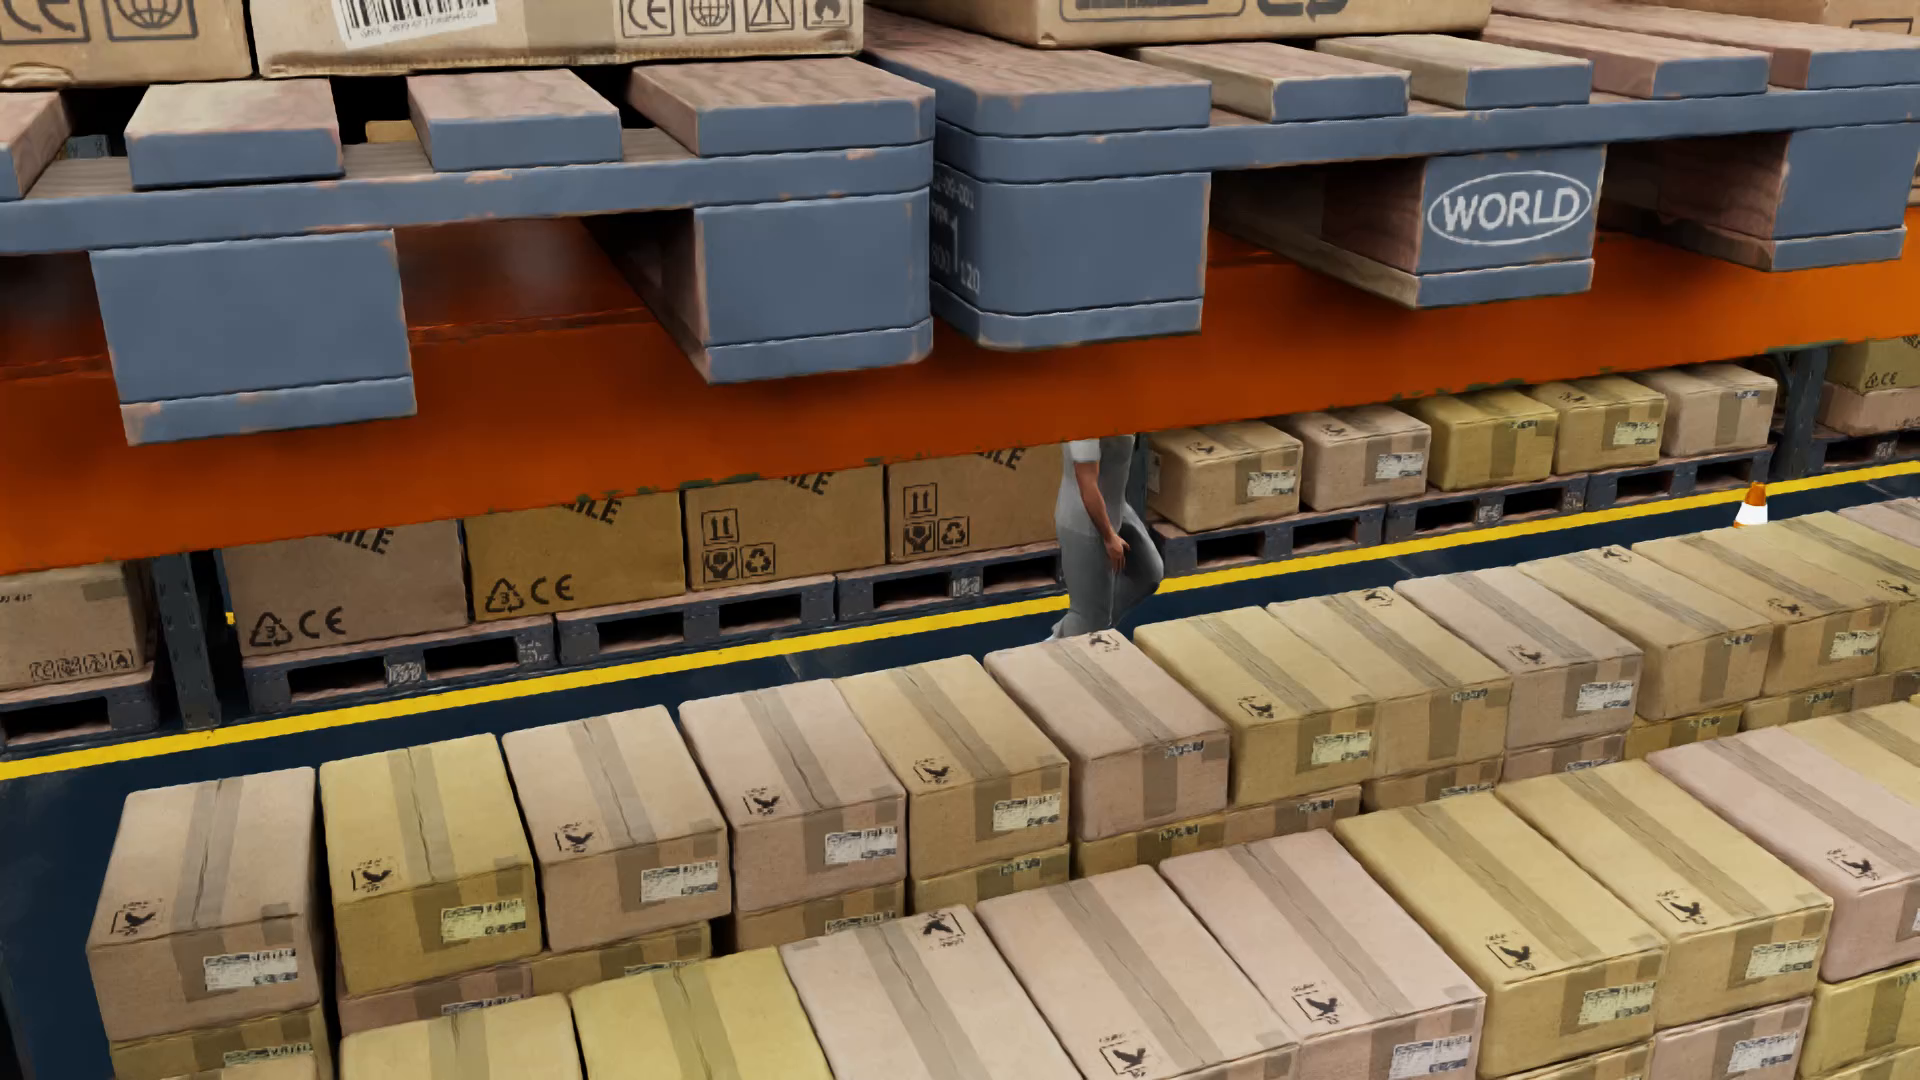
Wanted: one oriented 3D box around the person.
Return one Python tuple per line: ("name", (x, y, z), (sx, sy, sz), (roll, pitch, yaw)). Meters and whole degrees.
("person", (0.534, -0.067, 6.214), (0.461, 1.669, 0.515), (3, 23, 8))
